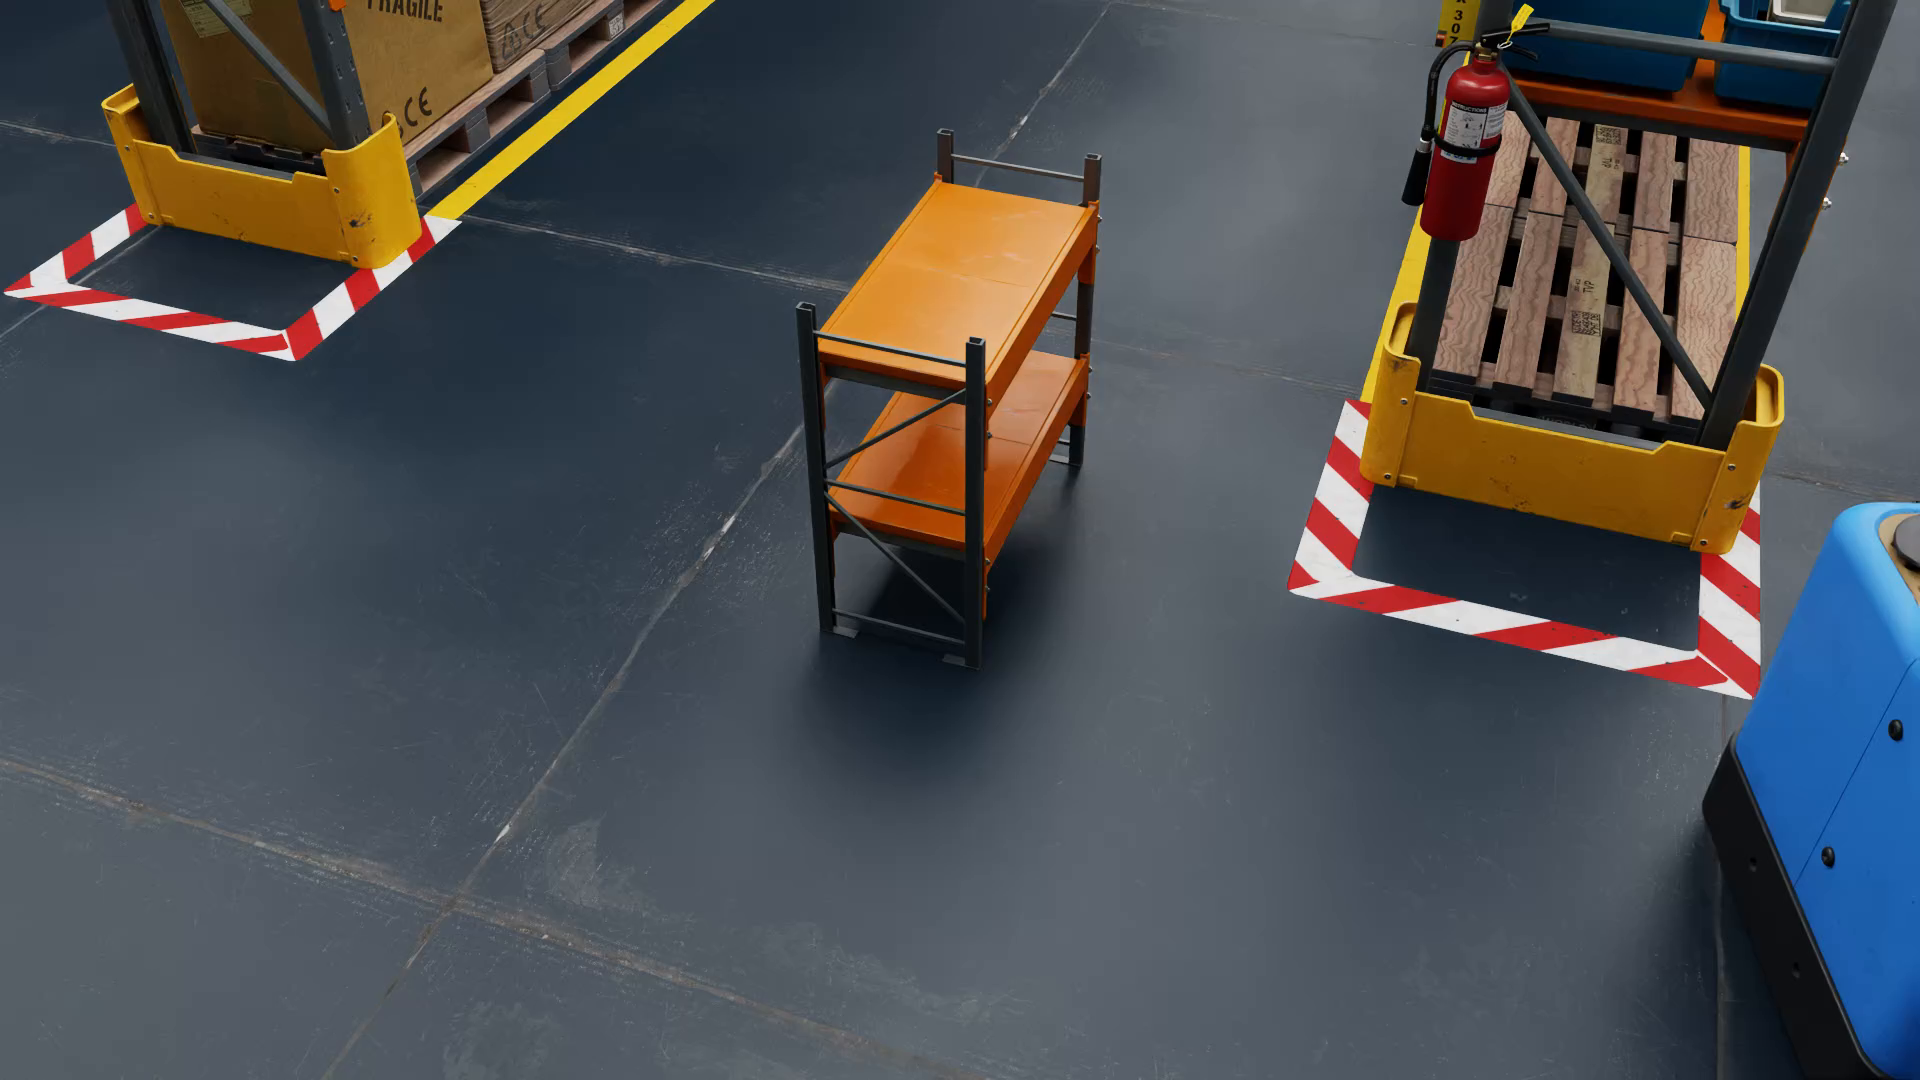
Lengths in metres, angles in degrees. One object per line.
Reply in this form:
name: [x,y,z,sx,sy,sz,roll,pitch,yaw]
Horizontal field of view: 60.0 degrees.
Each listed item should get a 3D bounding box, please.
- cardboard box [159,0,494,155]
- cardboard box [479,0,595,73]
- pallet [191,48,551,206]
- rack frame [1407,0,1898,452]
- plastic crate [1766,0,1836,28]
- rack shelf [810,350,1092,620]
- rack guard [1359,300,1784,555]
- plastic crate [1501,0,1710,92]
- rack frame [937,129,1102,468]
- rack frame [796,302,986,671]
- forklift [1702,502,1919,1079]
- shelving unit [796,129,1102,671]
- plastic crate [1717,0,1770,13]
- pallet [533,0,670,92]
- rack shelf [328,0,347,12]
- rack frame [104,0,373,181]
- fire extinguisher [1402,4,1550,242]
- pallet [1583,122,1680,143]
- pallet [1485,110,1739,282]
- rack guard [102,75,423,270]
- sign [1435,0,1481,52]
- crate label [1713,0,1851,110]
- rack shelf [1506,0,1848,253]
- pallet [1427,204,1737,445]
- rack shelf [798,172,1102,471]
cardboard box: [-2.600,-2.192,6.822,0.875,0.875,0.875,13,42,15]
cardboard box: [-2.289,-2.747,7.473,0.875,0.875,0.875,13,42,15]
pallet: [-2.544,-1.877,7.287,1.003,0.211,1.213,13,42,15]
rack frame: [1.911,-1.334,4.502,1.000,3.000,0.127,13,42,15]
plastic crate: [2.492,-1.511,4.867,0.250,0.136,0.298,13,42,15]
rack shelf: [-0.002,-0.238,5.039,0.538,0.278,1.000,13,42,15]
rack guard: [1.915,-0.365,5.293,1.175,0.500,0.348,13,42,15]
plastic crate: [1.850,-1.615,4.759,0.616,0.435,0.499,13,42,15]
rack frame: [0.172,-0.734,5.243,0.500,1.125,0.032,13,42,15]
rack frame: [-0.176,-0.114,4.517,0.500,1.125,0.032,13,42,15]
forklift: [3.421,-0.038,3.037,3.031,2.935,1.130,1,40,2]
shelving unit: [-0.002,-0.424,4.880,0.538,1.125,1.048,13,42,15]
plastic crate: [2.530,-1.772,5.098,0.416,0.233,0.300,13,42,15]
pallet: [-2.125,-2.619,8.157,1.003,0.211,1.213,13,42,15]
rack shelf: [-2.060,-3.379,7.454,1.077,0.370,4.000,13,42,15]
rack frame: [-2.744,-2.433,5.790,1.000,3.000,0.127,13,42,15]
fire extinguisher: [1.432,-1.171,4.658,0.296,0.674,0.183,13,42,15]
pallet: [3.063,-2.255,7.731,1.003,0.211,1.213,13,42,15]
pallet: [2.648,-1.509,6.856,1.003,0.211,1.213,13,42,15]
rack guard: [-2.752,-1.467,6.585,1.175,0.500,0.348,13,42,15]
sign: [1.388,-1.508,4.580,0.100,0.325,0.005,13,42,15]
crate label: [2.304,-1.370,4.628,0.416,0.233,0.303,13,42,15]
rack shelf: [2.595,-2.280,6.165,1.077,0.370,4.000,13,42,15]
pallet: [2.229,-0.767,5.986,1.003,0.211,1.213,13,42,15]
rack shelf: [-0.002,-0.646,4.690,0.538,0.278,1.000,13,42,15]
